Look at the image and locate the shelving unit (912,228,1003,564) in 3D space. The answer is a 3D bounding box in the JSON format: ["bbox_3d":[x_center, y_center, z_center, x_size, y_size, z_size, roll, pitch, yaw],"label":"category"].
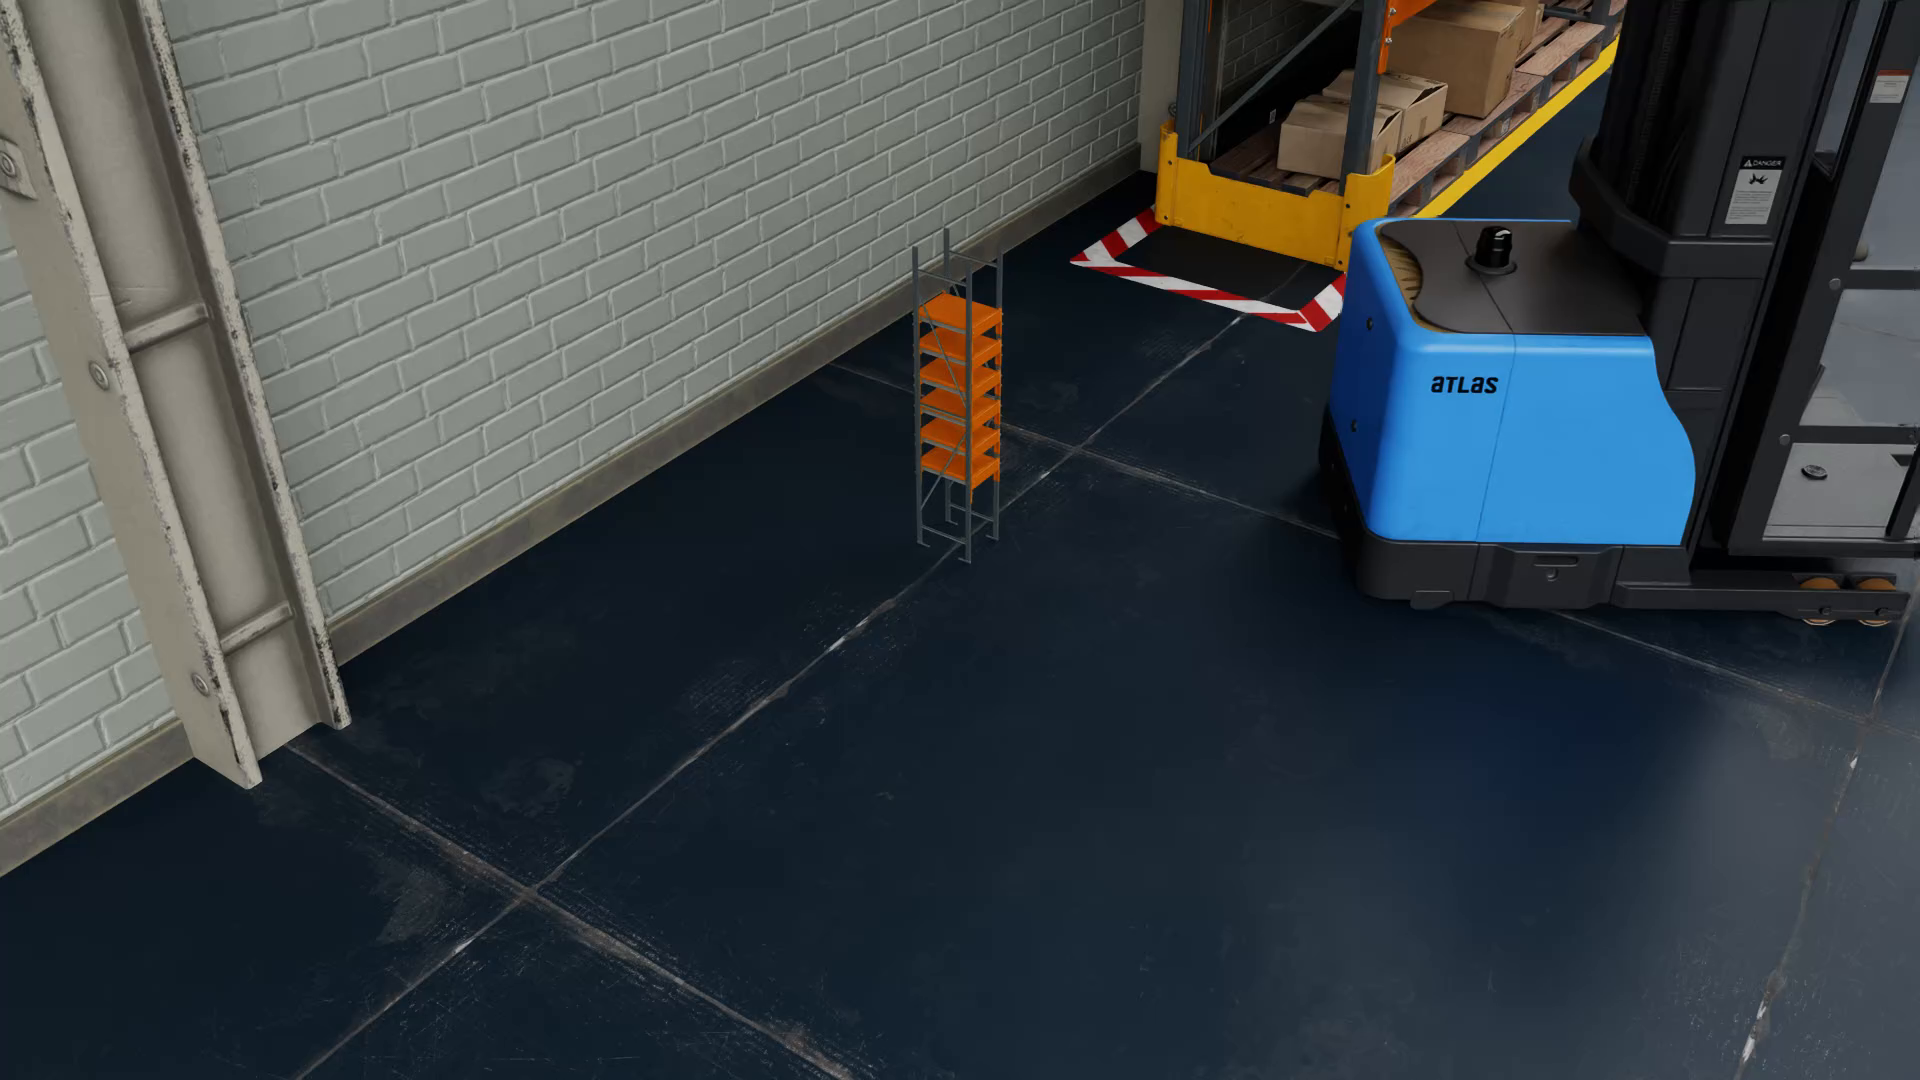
[{"bbox_3d":[-0.008,-0.490,5.904,0.258,1.200,0.189,21,39,28],"label":"shelving unit"}]

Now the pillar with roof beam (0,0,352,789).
[{"bbox_3d":[1.334,-1.724,0.766,9.100,9.000,0.400,21,39,28],"label":"pillar with roof beam"}]

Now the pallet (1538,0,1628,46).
[{"bbox_3d":[4.253,-3.821,11.712,1.003,0.211,1.213,21,39,28],"label":"pallet"}]

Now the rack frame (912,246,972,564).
[{"bbox_3d":[-0.060,-0.448,5.842,0.240,1.200,0.006,21,39,28],"label":"rack frame"}]

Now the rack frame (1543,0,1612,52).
[{"bbox_3d":[3.810,-4.618,10.401,1.000,3.000,0.127,21,39,28],"label":"rack frame"}]

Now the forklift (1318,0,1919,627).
[{"bbox_3d":[2.922,-1.217,5.433,3.031,2.935,1.130,1,34,1],"label":"forklift"}]

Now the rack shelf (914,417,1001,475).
[{"bbox_3d":[-0.008,-0.354,5.996,0.258,0.103,0.180,21,39,28],"label":"rack shelf"}]

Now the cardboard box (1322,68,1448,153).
[{"bbox_3d":[2.323,-2.397,9.125,0.500,0.311,0.500,25,41,32],"label":"cardboard box"}]

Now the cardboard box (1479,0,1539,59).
[{"bbox_3d":[3.251,-3.274,10.252,0.500,0.500,0.500,18,38,25],"label":"cardboard box"}]

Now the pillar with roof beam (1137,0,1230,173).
[{"bbox_3d":[4.755,-4.485,4.850,9.100,9.000,0.400,21,39,28],"label":"pillar with roof beam"}]

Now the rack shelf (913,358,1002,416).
[{"bbox_3d":[-0.008,-0.553,5.862,0.258,0.103,0.180,21,39,28],"label":"rack shelf"}]

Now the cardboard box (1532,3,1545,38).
[{"bbox_3d":[3.530,-3.370,10.693,0.380,0.166,0.250,16,37,22],"label":"cardboard box"}]

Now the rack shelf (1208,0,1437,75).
[{"bbox_3d":[2.670,-3.399,9.241,1.077,0.370,4.000,21,39,28],"label":"rack shelf"}]

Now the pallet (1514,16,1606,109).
[{"bbox_3d":[3.456,-3.142,10.708,1.003,0.211,1.213,21,39,28],"label":"pallet"}]

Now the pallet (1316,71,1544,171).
[{"bbox_3d":[2.761,-2.578,9.874,1.003,0.211,1.213,21,39,28],"label":"pallet"}]

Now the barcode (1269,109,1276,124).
[{"bbox_3d":[1.680,-2.275,8.936,0.001,0.075,0.075,21,39,28],"label":"barcode"}]

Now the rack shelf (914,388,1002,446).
[{"bbox_3d":[-0.008,-0.454,5.929,0.258,0.103,0.180,21,39,28],"label":"rack shelf"}]

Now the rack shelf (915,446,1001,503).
[{"bbox_3d":[-0.008,-0.255,6.063,0.258,0.103,0.180,21,39,28],"label":"rack shelf"}]

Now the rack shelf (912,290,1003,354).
[{"bbox_3d":[-0.008,-0.752,5.727,0.258,0.103,0.180,21,39,28],"label":"rack shelf"}]

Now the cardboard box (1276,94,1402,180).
[{"bbox_3d":[1.998,-2.135,8.737,0.500,0.311,0.500,17,37,23],"label":"cardboard box"}]

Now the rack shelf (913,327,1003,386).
[{"bbox_3d":[-0.008,-0.652,5.794,0.258,0.103,0.180,21,39,28],"label":"rack shelf"}]

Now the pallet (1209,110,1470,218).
[{"bbox_3d":[2.065,-2.019,9.048,1.003,0.211,1.213,21,39,28],"label":"pallet"}]

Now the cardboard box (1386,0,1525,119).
[{"bbox_3d":[2.782,-2.797,9.547,0.700,0.500,0.500,19,38,25],"label":"cardboard box"}]

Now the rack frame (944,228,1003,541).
[{"bbox_3d":[0.044,-0.532,5.966,0.240,1.200,0.006,21,39,28],"label":"rack frame"}]

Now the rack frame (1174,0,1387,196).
[{"bbox_3d":[1.530,-2.777,7.679,1.000,3.000,0.127,21,39,28],"label":"rack frame"}]
